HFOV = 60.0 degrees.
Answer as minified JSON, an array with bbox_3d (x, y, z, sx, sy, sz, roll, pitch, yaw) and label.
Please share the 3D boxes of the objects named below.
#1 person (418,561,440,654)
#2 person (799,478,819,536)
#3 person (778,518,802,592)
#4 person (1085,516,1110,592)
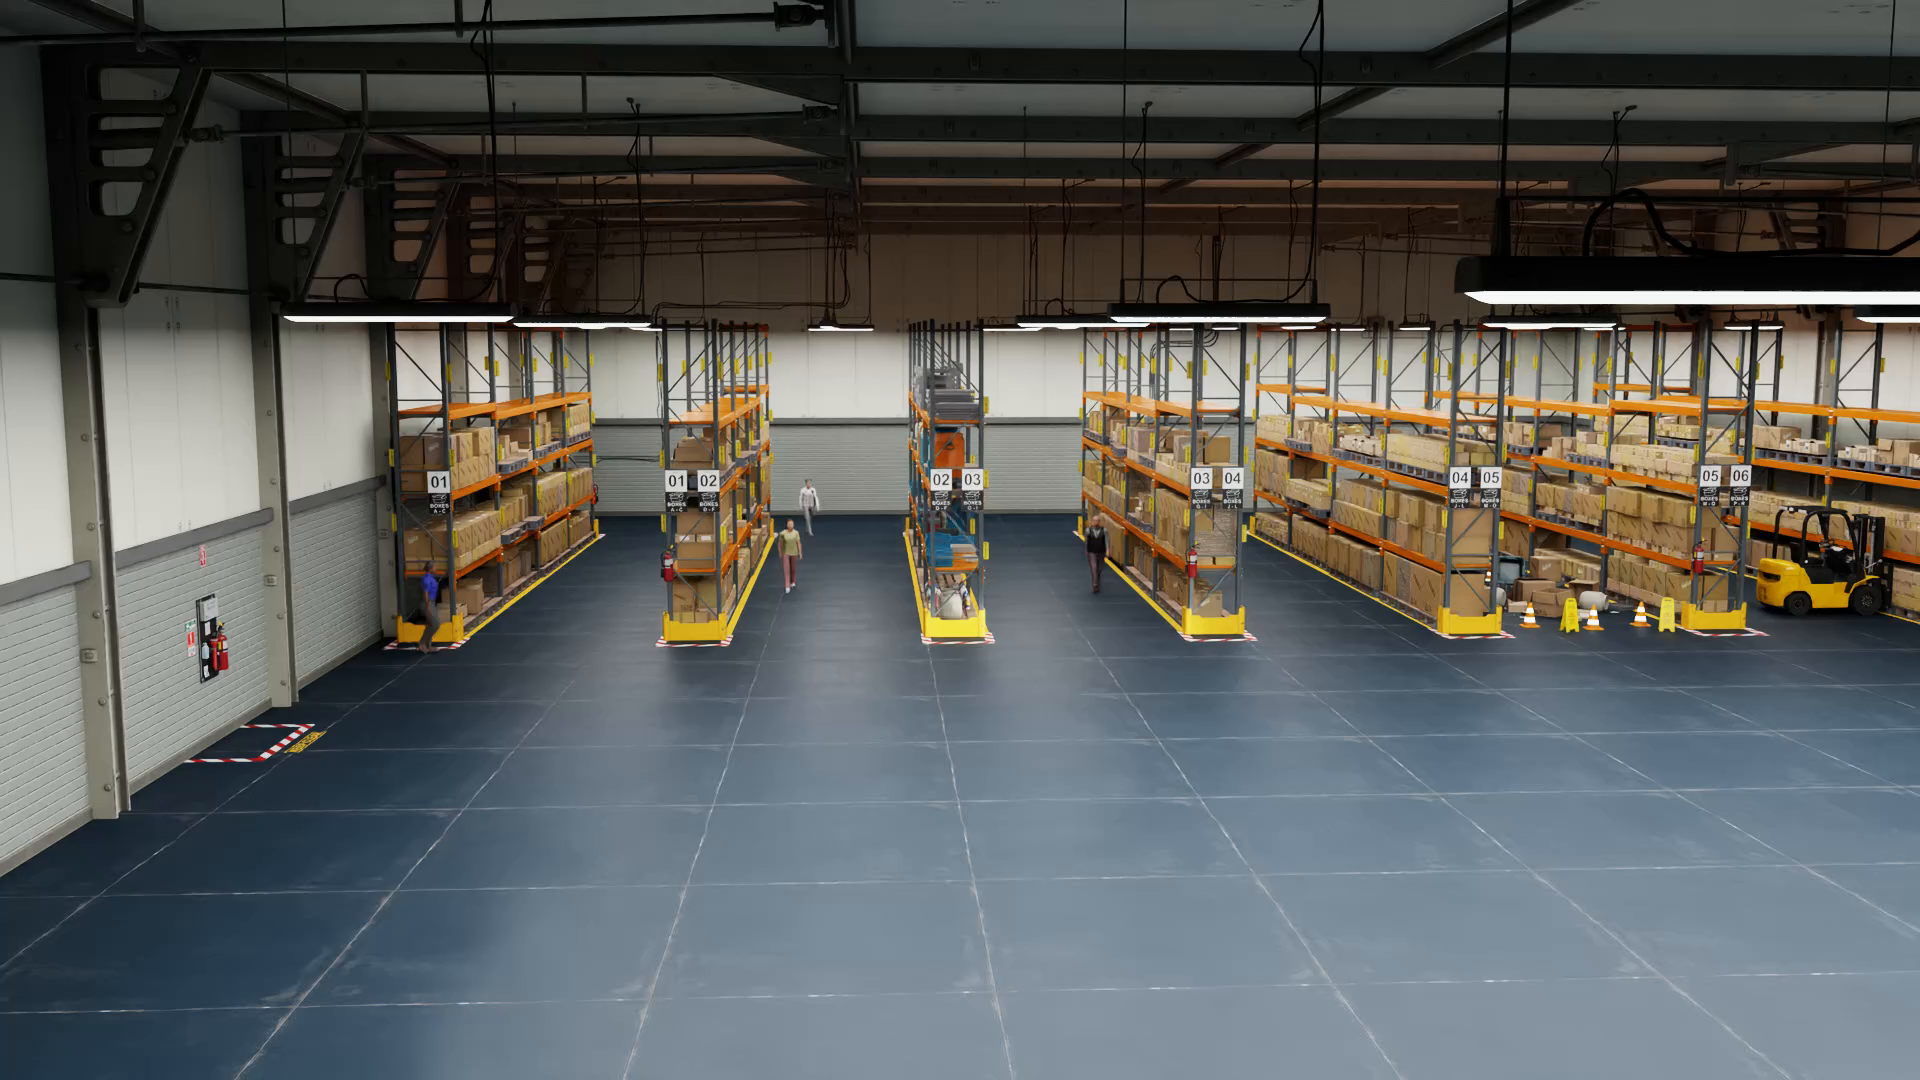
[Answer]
[{"bbox_3d":[-9.532,1.199,29.921,0.392,1.659,0.481,-1,7,-6],"label":"person"},{"bbox_3d":[-4.312,-0.962,47.456,0.524,1.619,1.043,-3,8,-20],"label":"person"},{"bbox_3d":[-3.798,0.321,37.157,0.525,1.610,1.058,-1,7,-6],"label":"person"},{"bbox_3d":[3.084,0.288,37.231,0.537,1.667,1.068,-1,7,-6],"label":"person"}]
